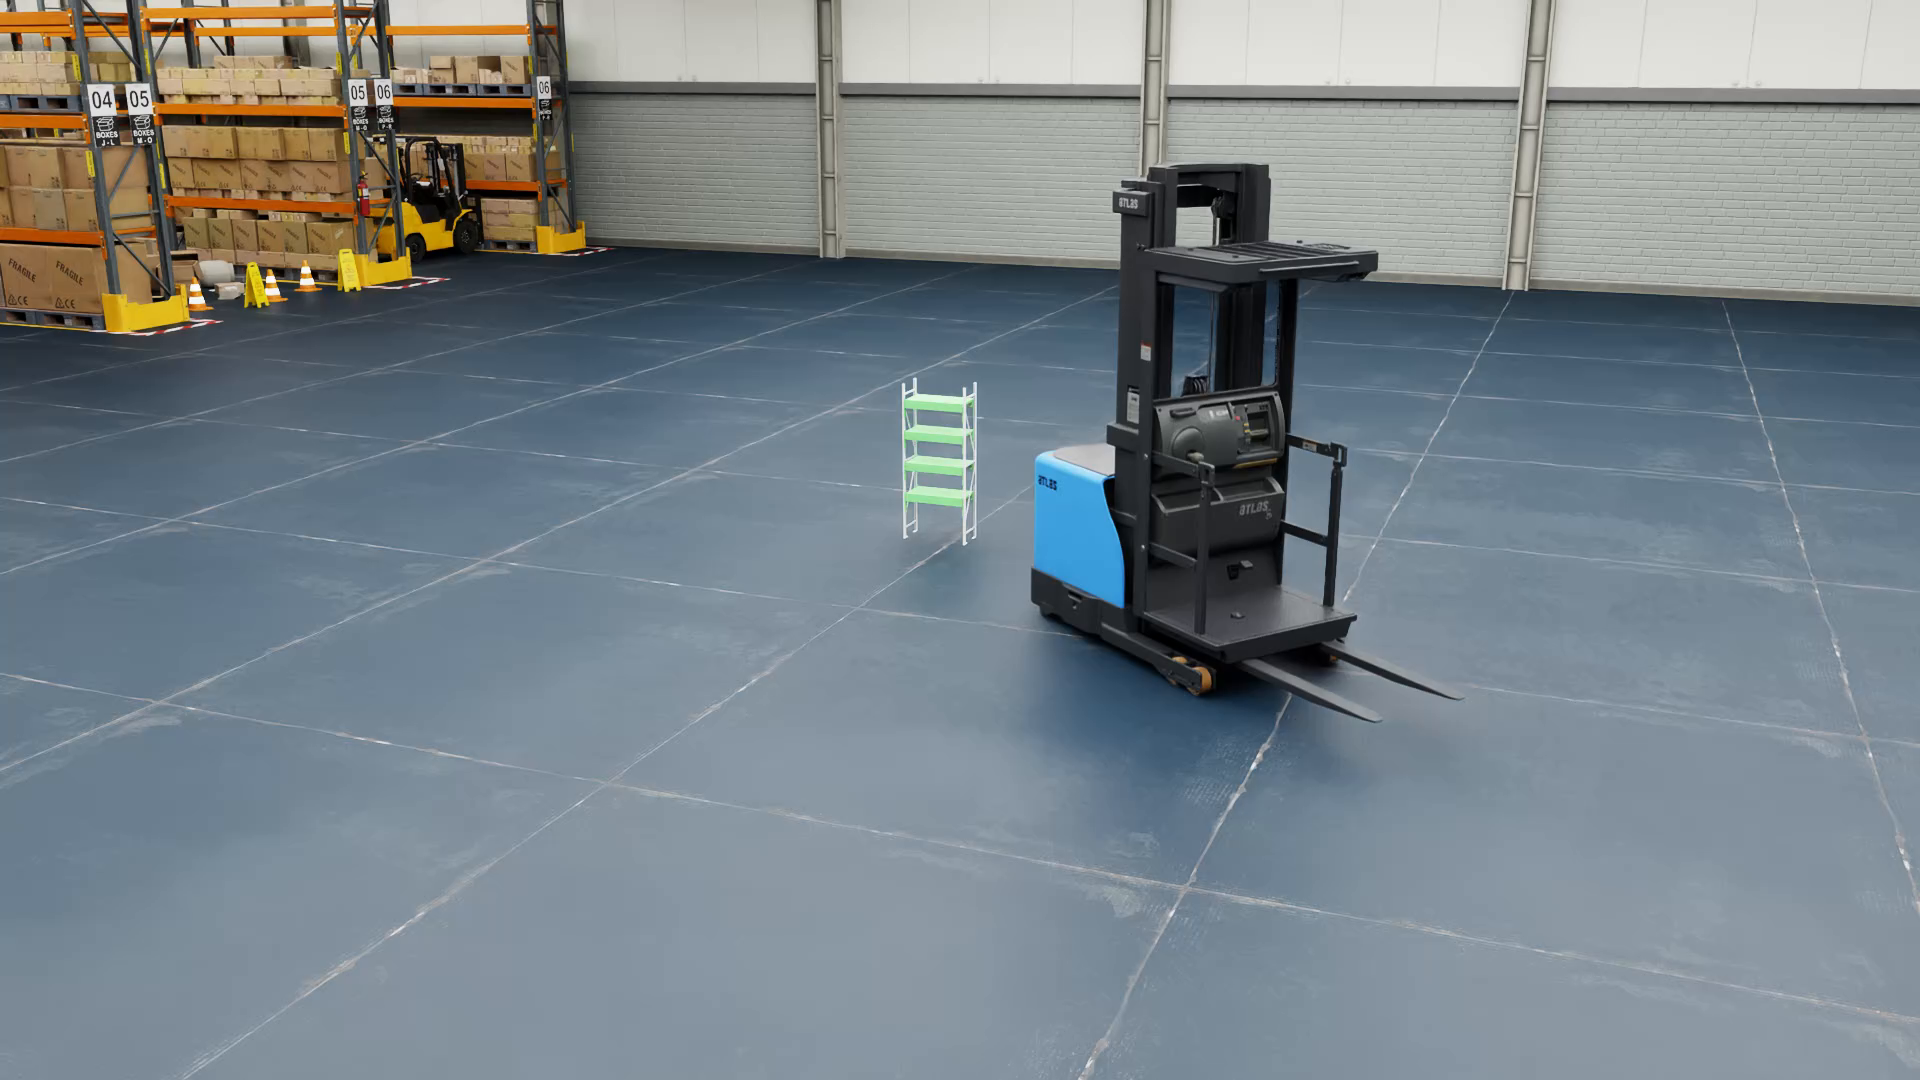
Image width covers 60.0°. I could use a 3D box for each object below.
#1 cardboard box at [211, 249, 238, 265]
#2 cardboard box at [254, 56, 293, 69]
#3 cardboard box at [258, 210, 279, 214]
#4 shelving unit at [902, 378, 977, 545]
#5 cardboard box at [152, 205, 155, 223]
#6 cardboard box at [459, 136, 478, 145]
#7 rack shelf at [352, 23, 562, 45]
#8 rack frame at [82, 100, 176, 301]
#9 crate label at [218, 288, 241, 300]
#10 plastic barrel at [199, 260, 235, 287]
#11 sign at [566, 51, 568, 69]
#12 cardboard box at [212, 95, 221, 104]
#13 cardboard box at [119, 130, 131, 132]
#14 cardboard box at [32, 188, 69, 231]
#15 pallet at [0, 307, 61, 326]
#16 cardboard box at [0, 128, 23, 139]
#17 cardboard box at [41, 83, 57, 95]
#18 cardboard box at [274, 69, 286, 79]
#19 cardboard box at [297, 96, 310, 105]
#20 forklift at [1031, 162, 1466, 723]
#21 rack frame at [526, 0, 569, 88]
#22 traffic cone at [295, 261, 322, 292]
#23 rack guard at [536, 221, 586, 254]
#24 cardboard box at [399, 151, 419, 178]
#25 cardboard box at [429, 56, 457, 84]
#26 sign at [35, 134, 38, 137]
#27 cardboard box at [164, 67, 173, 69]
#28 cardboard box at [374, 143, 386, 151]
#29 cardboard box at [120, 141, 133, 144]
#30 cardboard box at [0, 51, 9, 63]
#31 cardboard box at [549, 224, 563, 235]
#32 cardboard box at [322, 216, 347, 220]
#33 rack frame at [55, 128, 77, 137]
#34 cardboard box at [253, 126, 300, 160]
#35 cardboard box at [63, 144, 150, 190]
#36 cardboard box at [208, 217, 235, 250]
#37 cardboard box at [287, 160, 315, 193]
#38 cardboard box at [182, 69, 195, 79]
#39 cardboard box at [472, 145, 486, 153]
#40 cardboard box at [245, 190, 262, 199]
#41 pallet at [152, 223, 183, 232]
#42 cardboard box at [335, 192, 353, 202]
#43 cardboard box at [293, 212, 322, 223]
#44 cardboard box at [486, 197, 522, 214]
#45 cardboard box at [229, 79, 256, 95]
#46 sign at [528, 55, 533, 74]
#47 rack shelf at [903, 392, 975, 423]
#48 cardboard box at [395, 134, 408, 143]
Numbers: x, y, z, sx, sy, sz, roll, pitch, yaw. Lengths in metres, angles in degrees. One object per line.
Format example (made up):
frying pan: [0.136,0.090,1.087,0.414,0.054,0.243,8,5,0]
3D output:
cardboard box: [-12.192,-4.786,27.959,0.500,0.250,0.500,7,18,24]
cardboard box: [-13.515,-9.281,32.770,0.500,0.500,0.500,7,17,22]
cardboard box: [-13.860,-6.713,33.924,0.625,0.625,0.875,7,18,22]
shelving unit: [-0.154,-0.593,12.565,0.503,1.200,0.258,6,17,21]
cardboard box: [-16.468,-6.880,34.721,0.500,0.500,0.500,7,18,23]
cardboard box: [-9.239,-7.555,31.440,0.250,0.149,0.380,7,17,22]
rack shelf: [-9.465,-9.514,31.312,4.000,0.370,1.077,6,17,21]
rack frame: [-11.144,-4.384,22.394,0.127,3.000,1.000,6,17,21]
crate label: [-11.140,-3.754,25.360,0.298,0.136,0.250,-2,16,-8]
plastic barrel: [-11.899,-4.259,26.586,0.512,0.421,0.421,-9,18,-27]
sign: [-7.395,-9.007,31.230,0.005,0.325,0.100,6,17,21]
cardboard box: [-11.986,-7.207,27.191,0.250,0.149,0.380,6,17,19]
cardboard box: [-14.499,-7.015,28.829,0.250,0.149,0.380,7,18,24]
cardboard box: [-12.026,-4.533,22.638,0.550,0.550,0.875,6,17,21]
pallet: [-13.048,-3.231,23.426,1.213,0.211,1.003,6,17,21]
cardboard box: [-17.233,-7.138,29.910,0.500,0.500,0.500,6,17,19]
cardboard box: [-11.812,-5.926,21.842,0.250,0.149,0.380,6,17,21]
cardboard box: [-10.757,-7.463,26.640,0.250,0.149,0.380,6,17,21]
cardboard box: [-10.335,-7.015,26.527,0.250,0.149,0.380,7,18,22]
forklift: [1.660,-0.659,9.688,1.130,2.935,3.031,-10,19,-30]
rack frame: [-7.604,-9.847,30.451,0.127,3.000,1.000,6,17,21]
traffic cone: [-10.295,-4.169,26.205,0.334,0.463,0.336,6,17,21]
rack guard: [-7.582,-5.763,31.628,0.348,0.500,1.175,6,17,21]
cardboard box: [-10.518,-7.261,32.125,0.500,0.500,0.500,7,17,22]
cardboard box: [-9.552,-8.888,31.411,0.637,0.503,0.797,7,18,22]
sign: [-16.674,-7.156,30.009,0.005,0.325,0.100,6,17,21]
cardboard box: [-15.946,-9.514,33.704,0.250,0.149,0.380,6,17,19]
cardboard box: [-11.125,-7.634,32.245,0.250,0.149,0.380,6,17,20]
cardboard box: [-14.119,-6.518,28.279,0.500,0.500,0.500,6,17,21]
cardboard box: [-12.525,-6.387,22.001,0.250,0.149,0.380,6,17,21]
cardboard box: [-7.989,-5.948,31.960,0.500,0.250,0.500,6,17,21]
cardboard box: [-10.581,-5.128,27.792,0.500,0.500,0.500,6,17,19]
rack frame: [-18.767,-8.193,35.516,0.127,3.000,1.000,6,17,21]
cardboard box: [-10.958,-6.424,26.915,0.500,0.500,0.700,6,17,20]
cardboard box: [-11.475,-5.022,22.388,0.550,0.550,0.875,6,17,21]
cardboard box: [-12.191,-5.146,27.854,0.500,0.500,0.500,7,18,23]
cardboard box: [-10.492,-5.905,26.922,0.500,0.500,0.500,6,17,21]
cardboard box: [-12.475,-7.625,27.198,0.250,0.149,0.380,6,17,19]
cardboard box: [-8.989,-7.392,31.414,0.250,0.149,0.380,6,17,19]
cardboard box: [-11.536,-5.699,27.376,0.250,0.149,0.380,6,17,20]
pallet: [-16.858,-6.656,35.224,1.213,0.211,1.003,6,17,21]
cardboard box: [-9.848,-5.540,26.828,0.250,0.149,0.380,7,18,22]
cardboard box: [-10.629,-5.265,27.100,0.250,0.149,0.380,7,18,22]
cardboard box: [-8.624,-6.344,31.531,0.500,0.250,0.500,7,17,22]
cardboard box: [-11.419,-7.326,26.885,0.500,0.250,0.500,6,17,21]
sign: [-7.816,-8.654,30.277,0.005,0.325,0.100,6,17,21]
rack shelf: [-0.154,-0.993,12.449,0.480,0.148,0.258,6,17,21]
cardboard box: [-10.855,-7.769,32.178,0.250,0.149,0.380,7,17,21]
